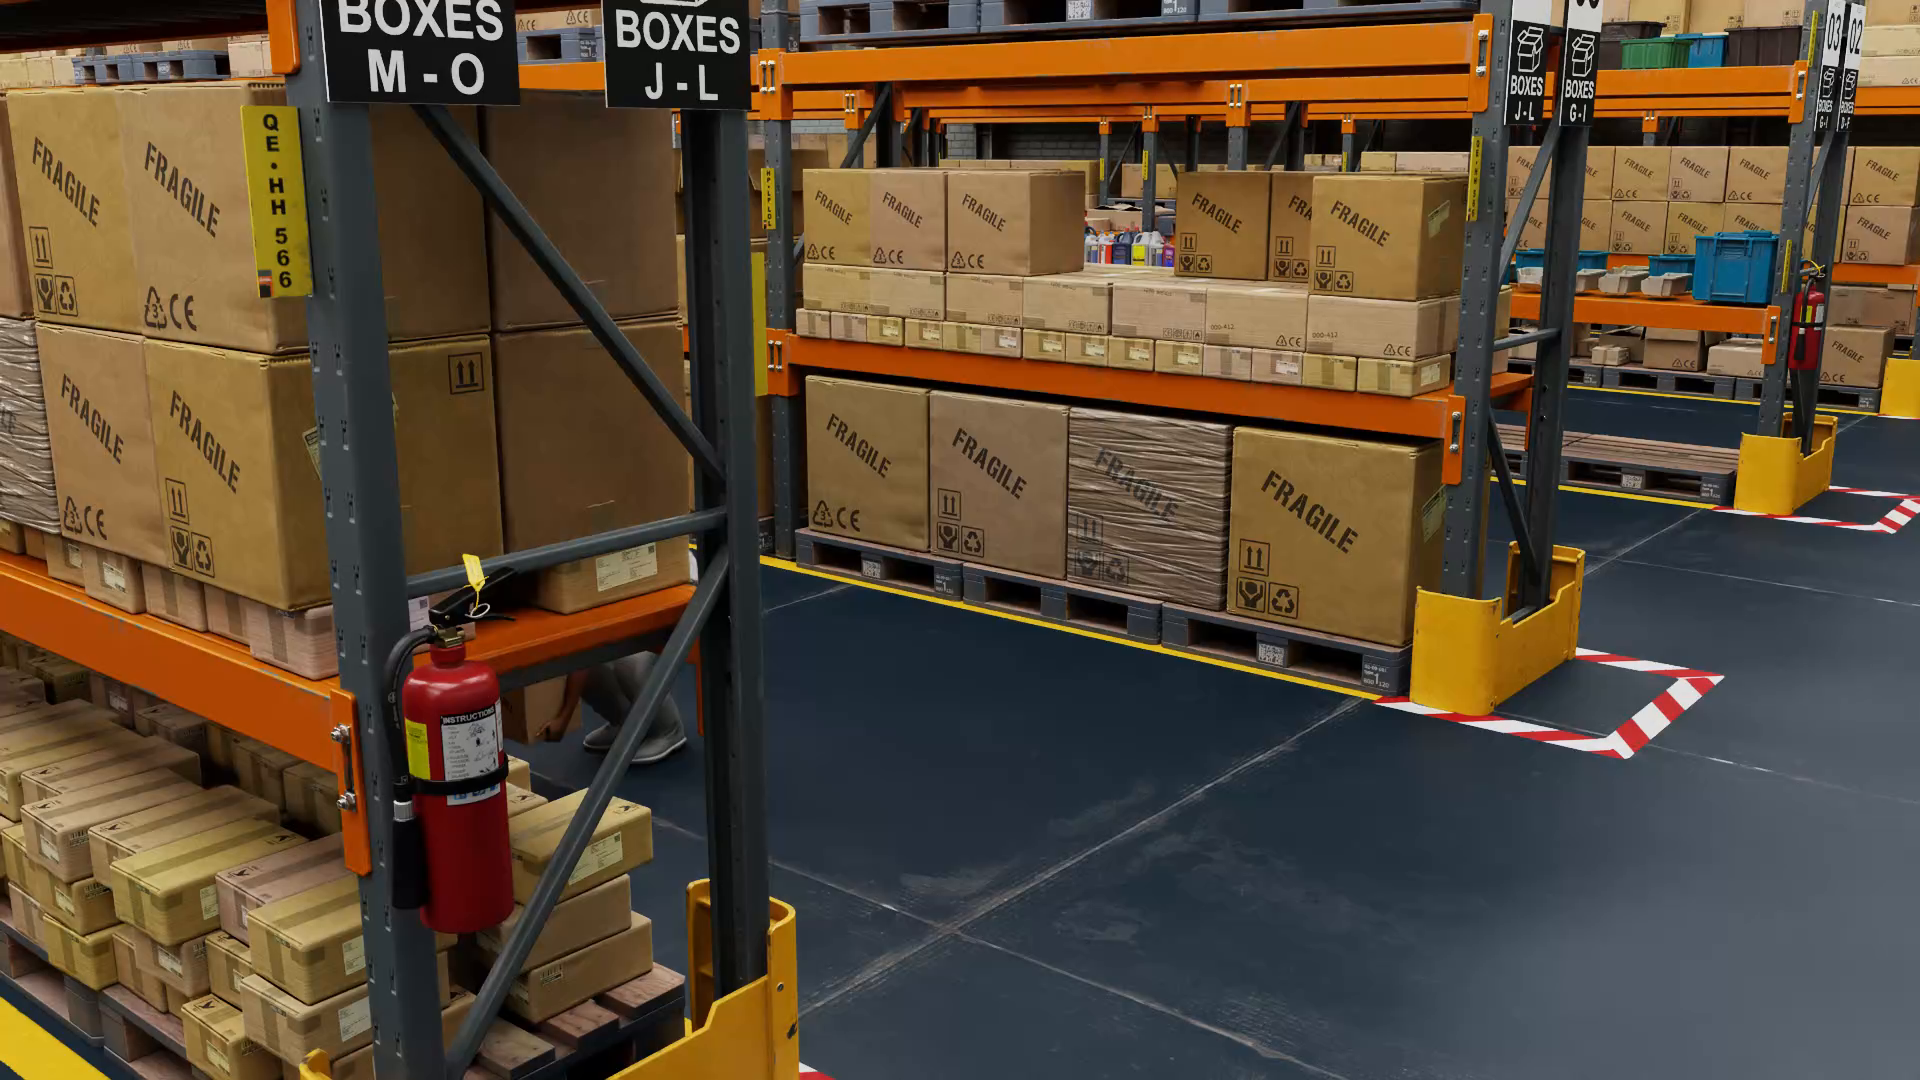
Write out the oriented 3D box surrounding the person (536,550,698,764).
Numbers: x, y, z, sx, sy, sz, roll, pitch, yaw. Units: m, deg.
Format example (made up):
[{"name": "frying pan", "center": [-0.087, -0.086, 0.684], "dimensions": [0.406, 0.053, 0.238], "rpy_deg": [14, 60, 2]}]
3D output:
[{"name": "person", "center": [-1.386, 0.382, 6.352], "dimensions": [0.470, 0.989, 0.927], "rpy_deg": [10, 17, 35]}]
